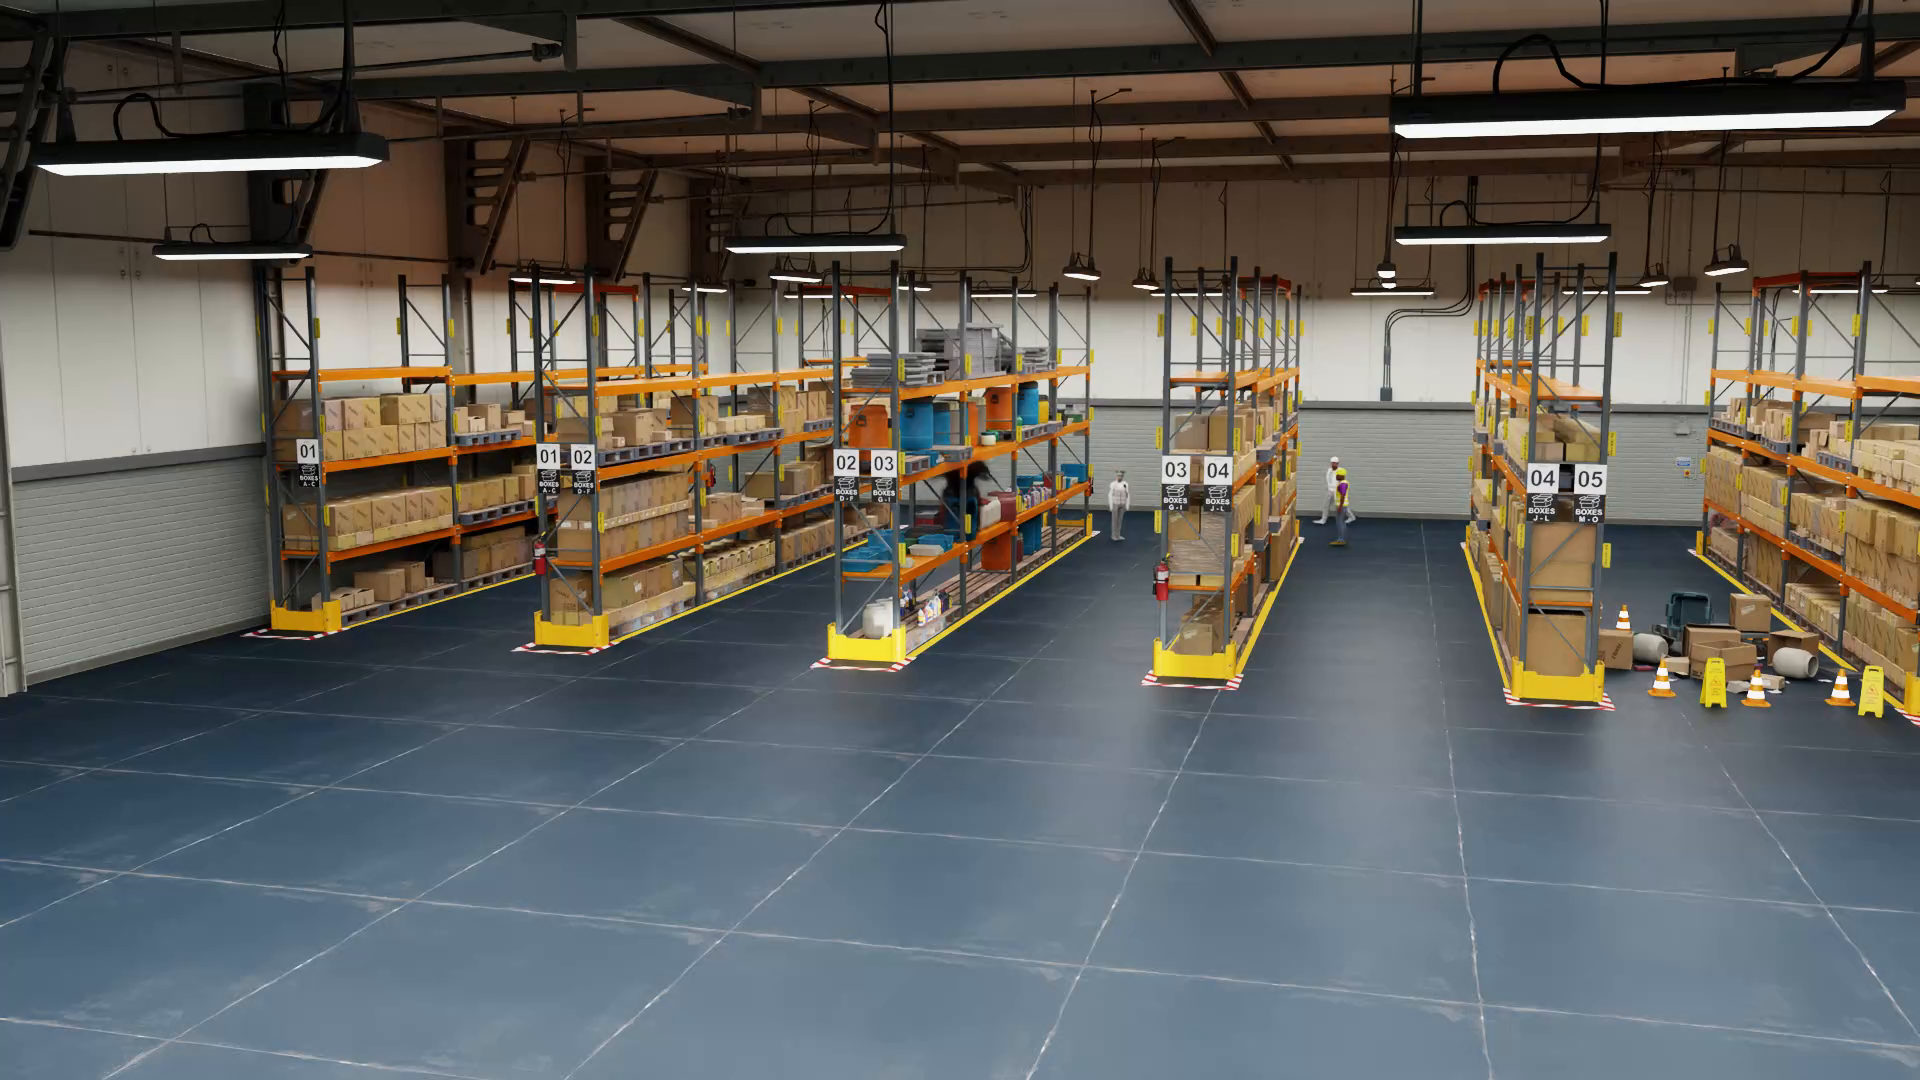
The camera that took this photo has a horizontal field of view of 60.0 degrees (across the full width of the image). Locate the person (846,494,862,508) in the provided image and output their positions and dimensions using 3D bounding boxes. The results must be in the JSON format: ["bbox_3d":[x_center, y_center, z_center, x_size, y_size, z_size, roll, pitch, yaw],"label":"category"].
[{"bbox_3d":[-2.775,-1.291,42.981,0.399,1.733,0.613,6,9,38],"label":"person"}]

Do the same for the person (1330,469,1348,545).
[{"bbox_3d":[8.805,-0.772,38.581,0.381,1.772,0.660,2,7,12],"label":"person"}]

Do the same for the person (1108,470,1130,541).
[{"bbox_3d":[3.787,-0.826,39.473,0.508,1.687,0.381,-3,8,-20],"label":"person"}]

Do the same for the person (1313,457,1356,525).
[{"bbox_3d":[9.573,-1.250,42.434,1.041,1.756,0.624,0,7,-1],"label":"person"}]

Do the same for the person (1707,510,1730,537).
[{"bbox_3d":[17.632,-0.694,38.428,0.845,1.629,0.469,1,7,7],"label":"person"}]
